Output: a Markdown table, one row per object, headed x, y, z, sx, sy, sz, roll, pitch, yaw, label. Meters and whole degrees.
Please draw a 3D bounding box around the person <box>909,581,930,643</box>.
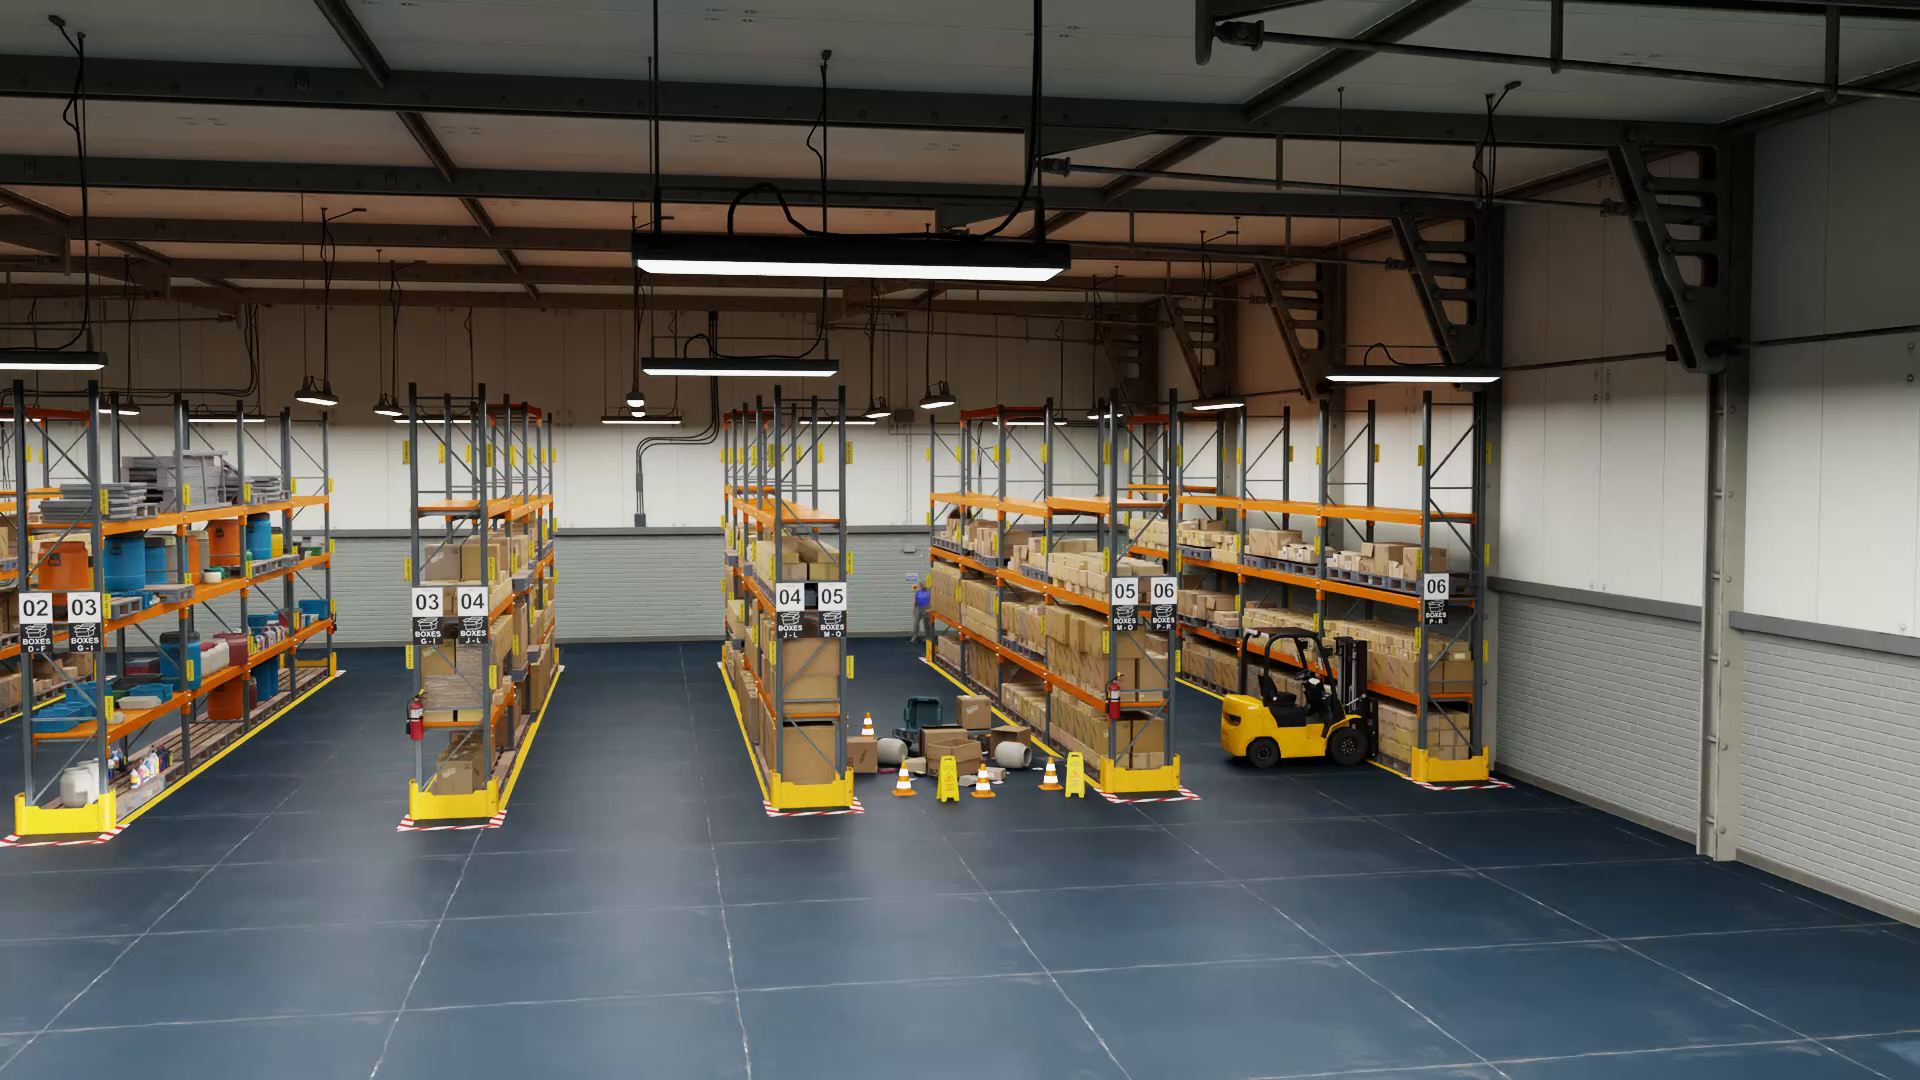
| x | y | z | sx | sy | sz | roll | pitch | yaw | label |
| --- | --- | --- | --- | --- | --- | --- | --- | --- | --- |
| -1.044 | 1.920 | 44.534 | 0.525 | 1.634 | 0.733 | 2 | 3 | 29 | person |
